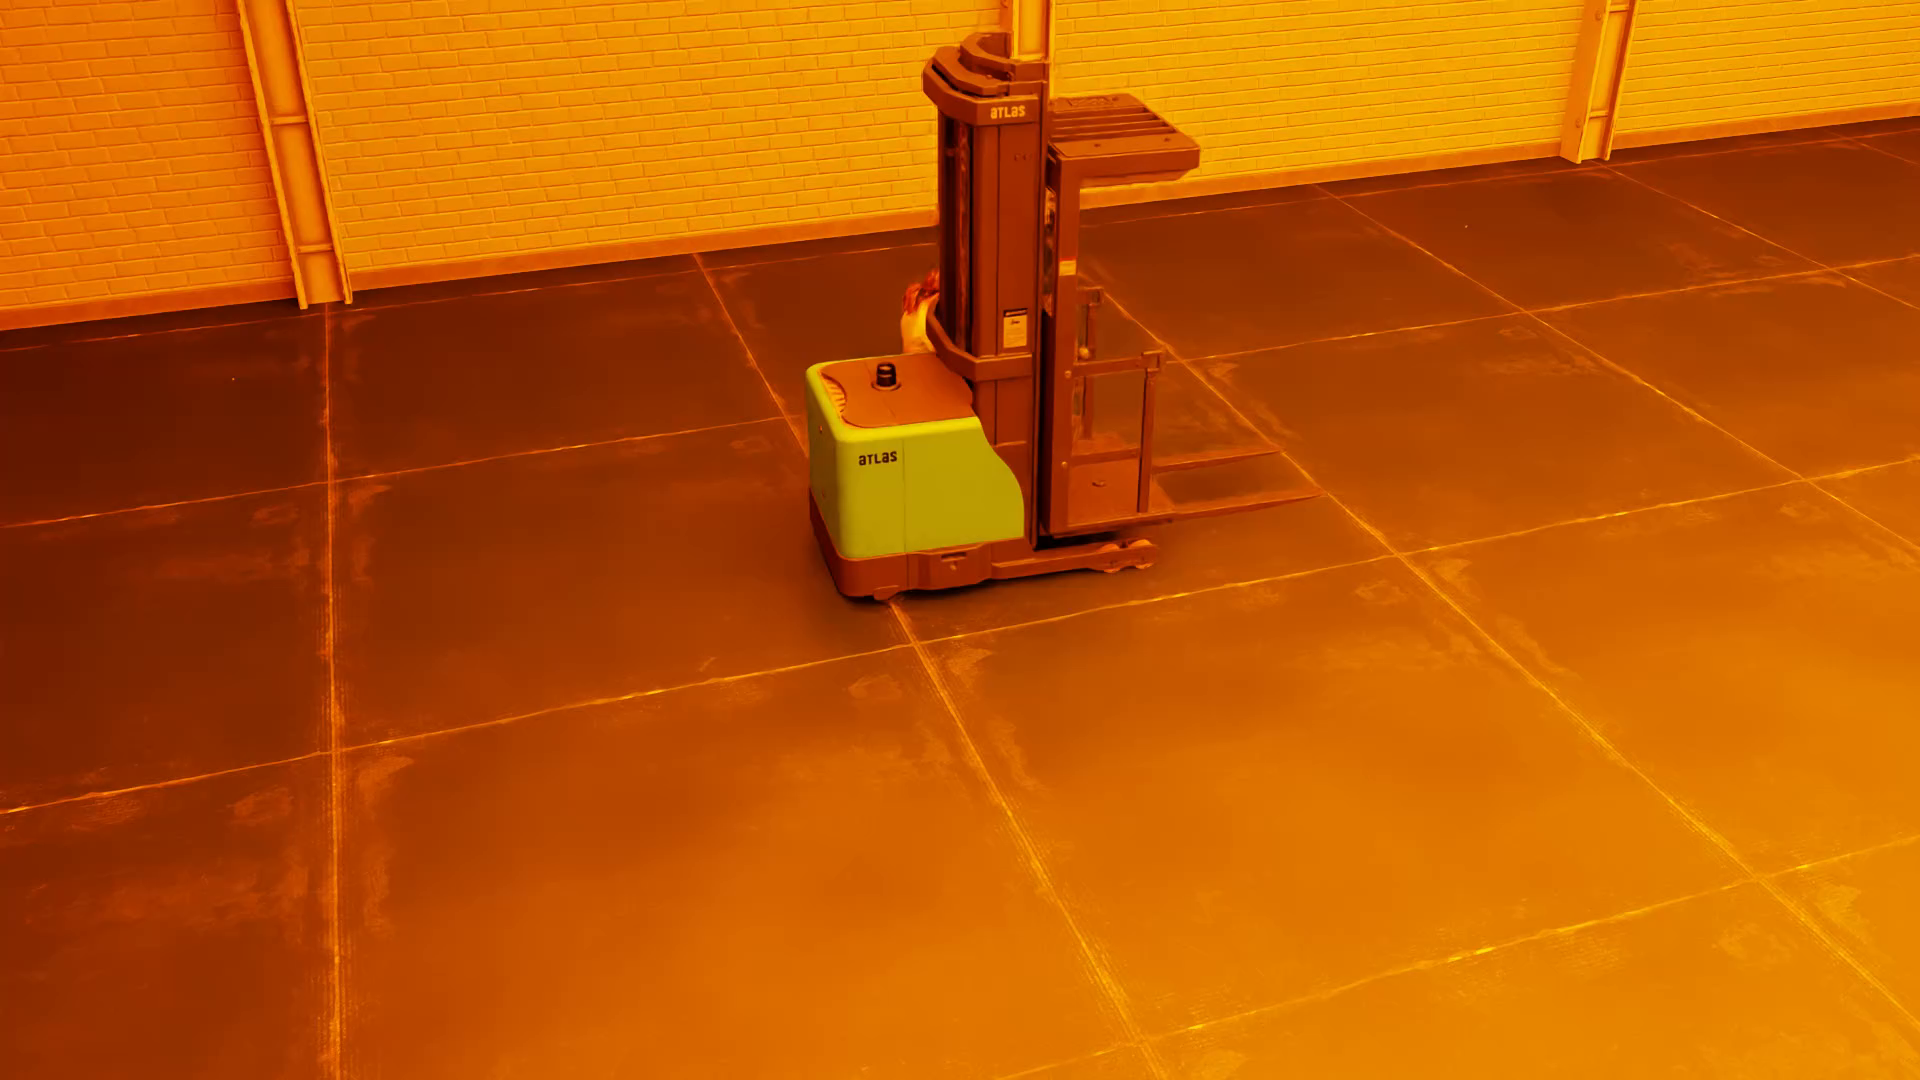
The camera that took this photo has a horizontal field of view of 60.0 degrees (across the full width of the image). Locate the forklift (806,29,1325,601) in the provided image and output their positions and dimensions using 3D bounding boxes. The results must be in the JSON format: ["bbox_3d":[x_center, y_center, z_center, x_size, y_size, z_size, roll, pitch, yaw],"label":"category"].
[{"bbox_3d":[0.667,-1.325,9.389,3.031,2.935,1.130,-8,31,-13],"label":"forklift"}]

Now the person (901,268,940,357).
[{"bbox_3d":[-0.071,-0.995,10.262,0.861,1.480,1.227,-10,31,-16],"label":"person"}]
